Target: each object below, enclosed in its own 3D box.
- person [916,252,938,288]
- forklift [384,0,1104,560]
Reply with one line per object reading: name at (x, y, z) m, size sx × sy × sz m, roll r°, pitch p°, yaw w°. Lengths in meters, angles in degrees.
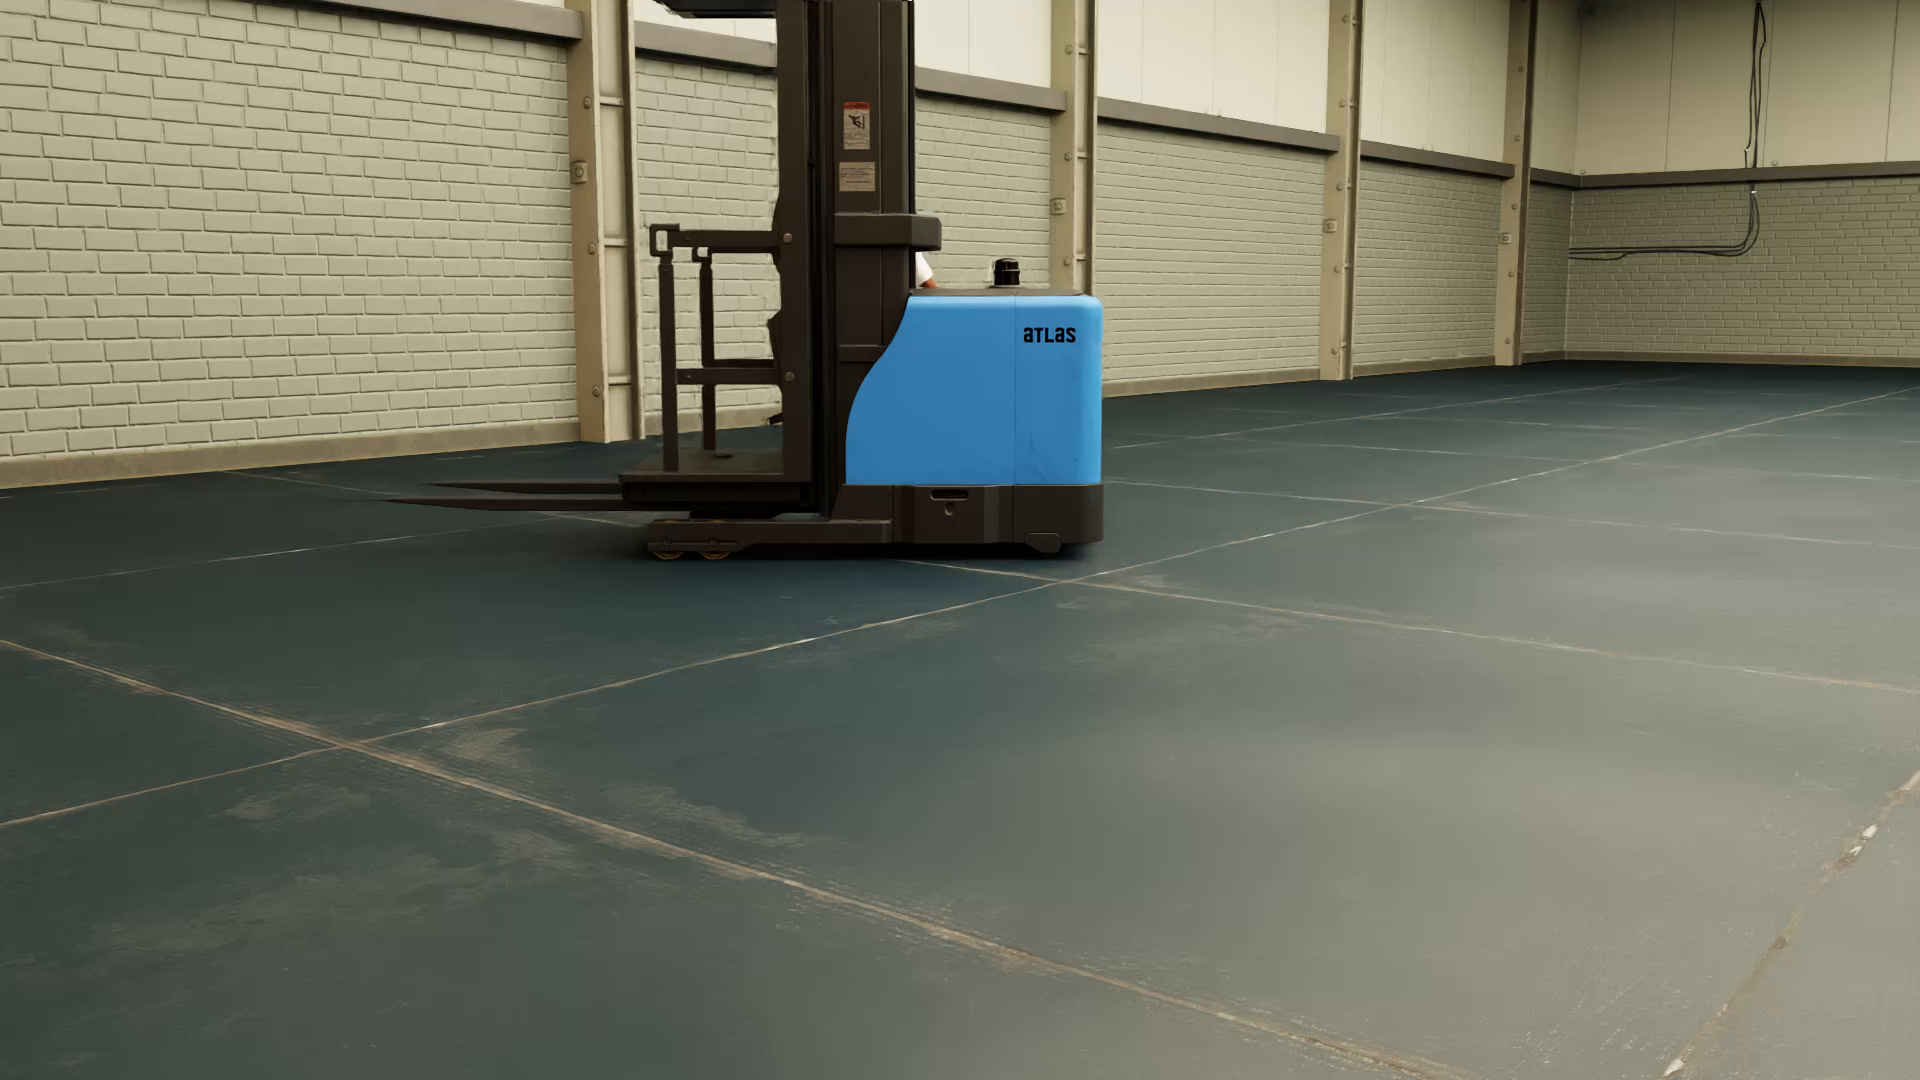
person at (-0.530, -1.287, 10.210) m, size 1.009 × 1.745 × 0.759 m, roll -2°, pitch 9°, yaw -16°
forklift at (-0.915, -1.444, 7.153) m, size 3.031 × 2.935 × 1.130 m, roll 0°, pitch 8°, yaw 1°
